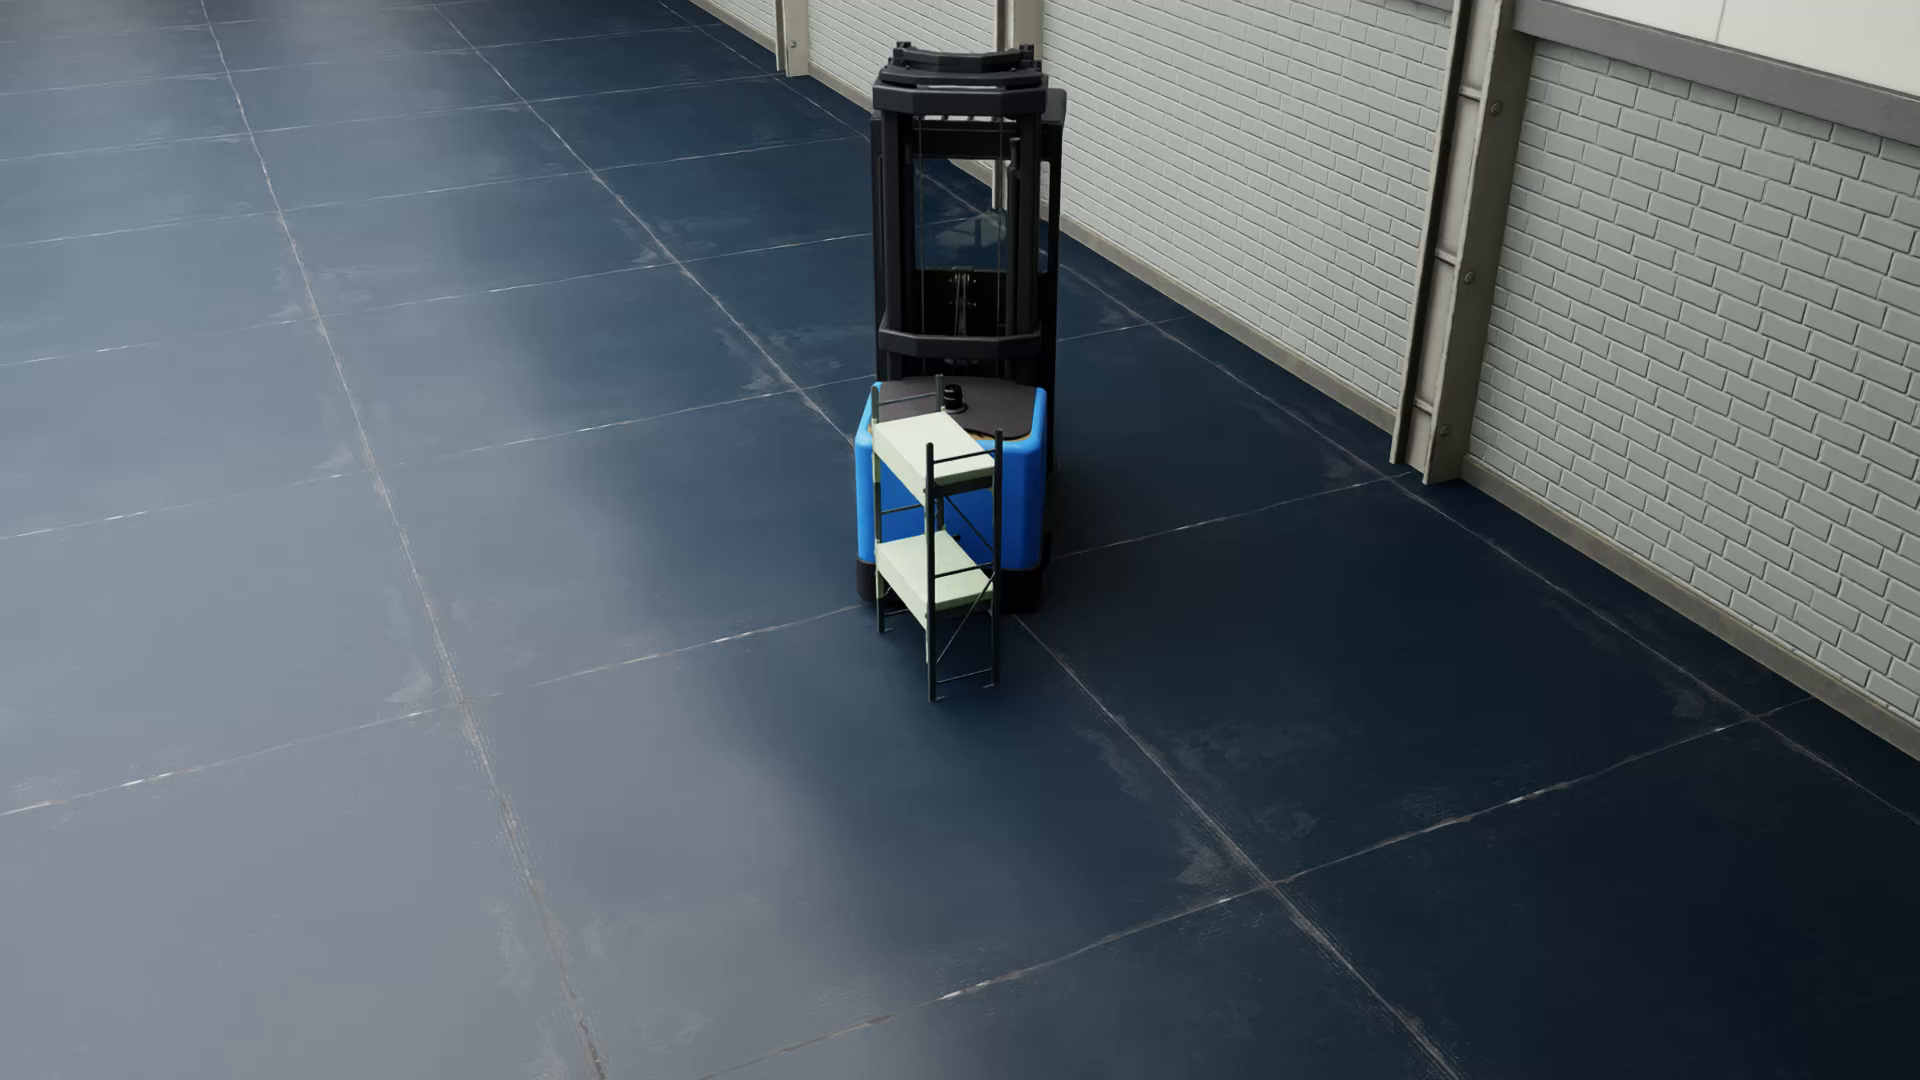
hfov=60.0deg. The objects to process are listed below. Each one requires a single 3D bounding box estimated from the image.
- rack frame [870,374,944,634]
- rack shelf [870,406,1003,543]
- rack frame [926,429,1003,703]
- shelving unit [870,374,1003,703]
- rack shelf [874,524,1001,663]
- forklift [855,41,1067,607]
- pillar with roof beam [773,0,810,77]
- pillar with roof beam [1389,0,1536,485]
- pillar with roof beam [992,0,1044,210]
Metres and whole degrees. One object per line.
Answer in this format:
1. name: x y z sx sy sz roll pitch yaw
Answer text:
1. rack frame: -0.275 -0.172 8.996 0.400 1.500 0.023 -12 32 -21
2. rack shelf: -0.127 -0.349 8.513 0.431 0.370 0.720 -12 32 -21
3. rack frame: 0.021 0.156 8.412 0.400 1.500 0.023 -12 32 -21
4. shelving unit: -0.127 -0.008 8.704 0.431 1.500 0.755 -12 32 -21
5. rack shelf: -0.127 0.276 8.863 0.431 0.370 0.720 -12 32 -21
6. forklift: 0.057 -1.594 10.068 1.130 2.935 3.031 2 29 4
7. pillar with roof beam: -5.936 -8.798 16.712 9.100 9.000 0.400 -13 32 -22
8. pillar with roof beam: -0.785 -3.497 7.259 9.100 9.000 0.400 -13 32 -22
9. pillar with roof beam: -3.360 -6.148 11.985 9.100 9.000 0.400 -13 32 -22
